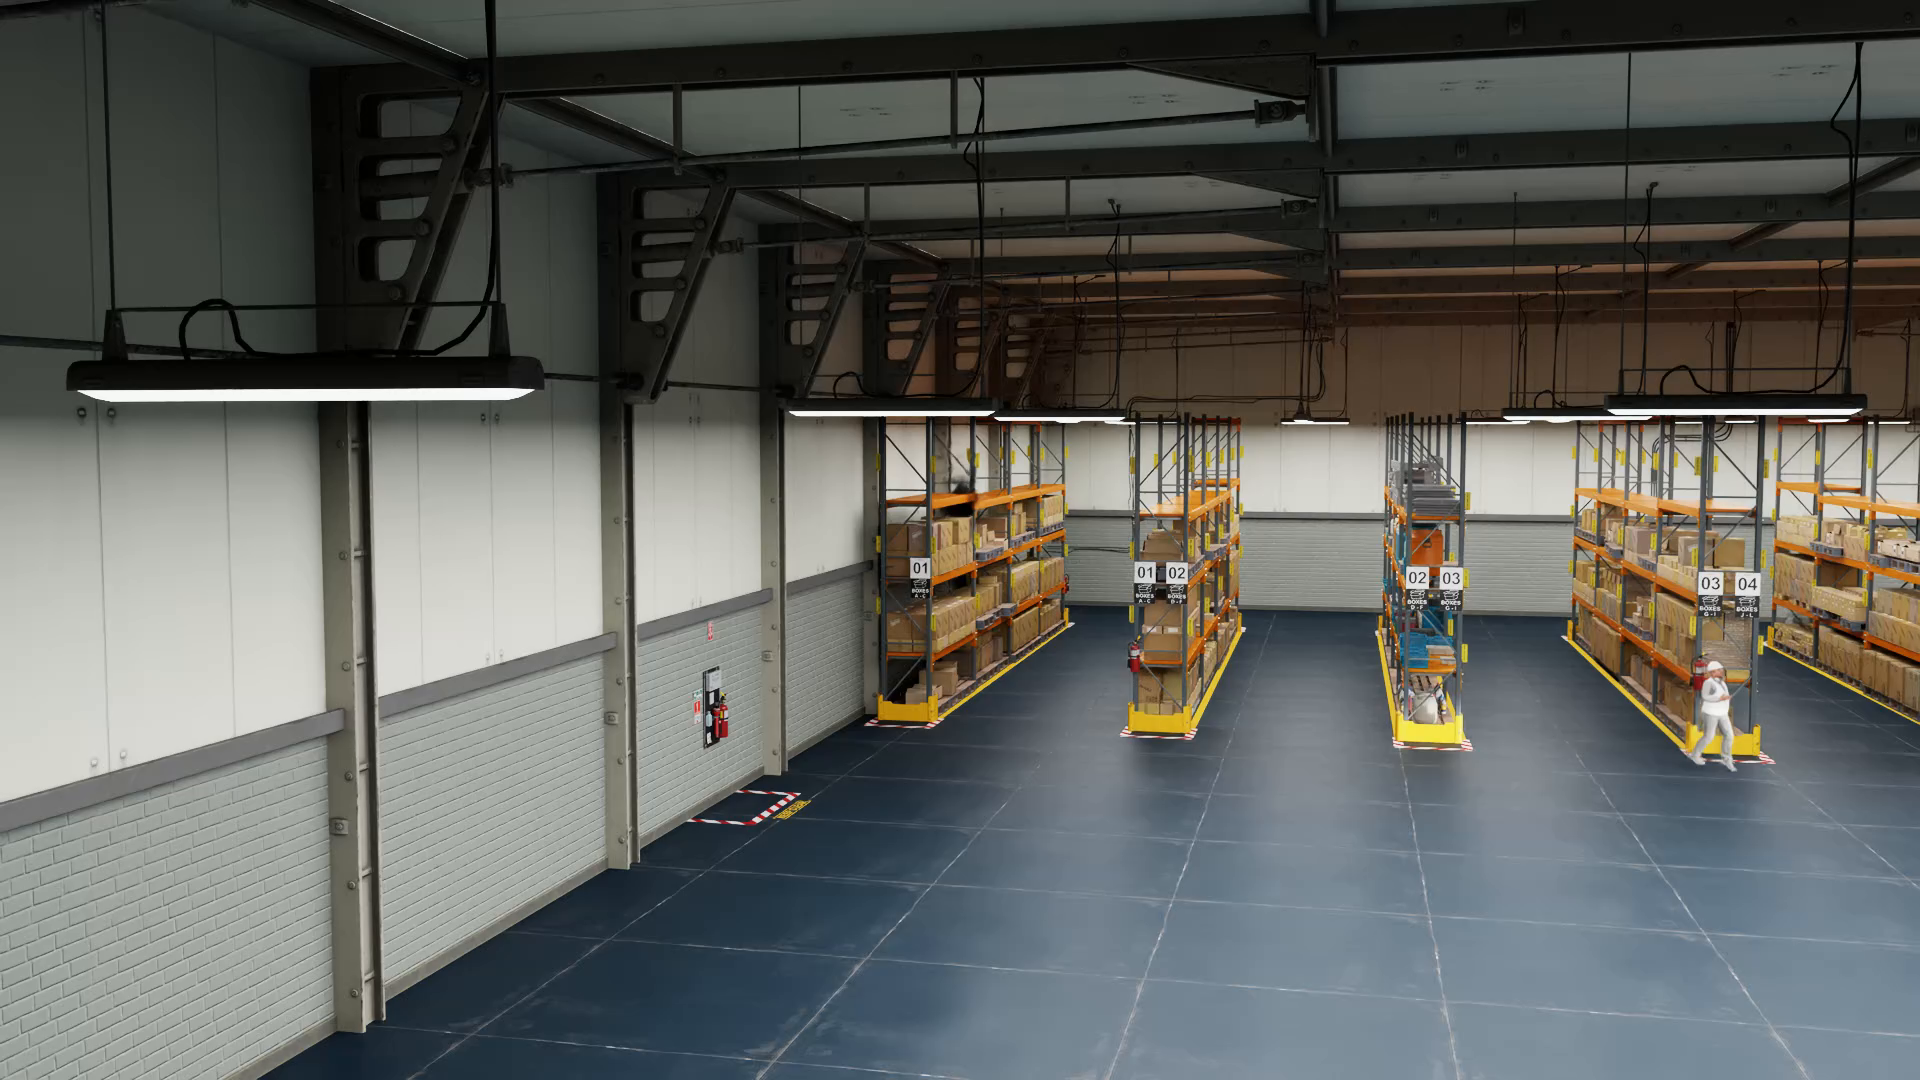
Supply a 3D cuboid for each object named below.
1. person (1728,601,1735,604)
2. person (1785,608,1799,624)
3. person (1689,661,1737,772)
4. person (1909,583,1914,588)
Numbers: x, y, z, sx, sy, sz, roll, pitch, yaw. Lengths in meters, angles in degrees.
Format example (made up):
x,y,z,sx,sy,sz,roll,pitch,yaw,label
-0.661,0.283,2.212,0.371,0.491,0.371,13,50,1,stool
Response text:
x,y,z,sx,sy,sz,roll,pitch,yaw,label
20.050,1.921,43.398,0.706,1.788,0.928,2,4,30,person
22.243,1.874,44.497,0.554,1.655,0.602,0,4,-3,person
12.643,2.951,27.881,0.656,1.844,0.729,-2,5,-33,person
25.335,1.910,44.160,0.713,1.663,0.630,1,4,11,person
